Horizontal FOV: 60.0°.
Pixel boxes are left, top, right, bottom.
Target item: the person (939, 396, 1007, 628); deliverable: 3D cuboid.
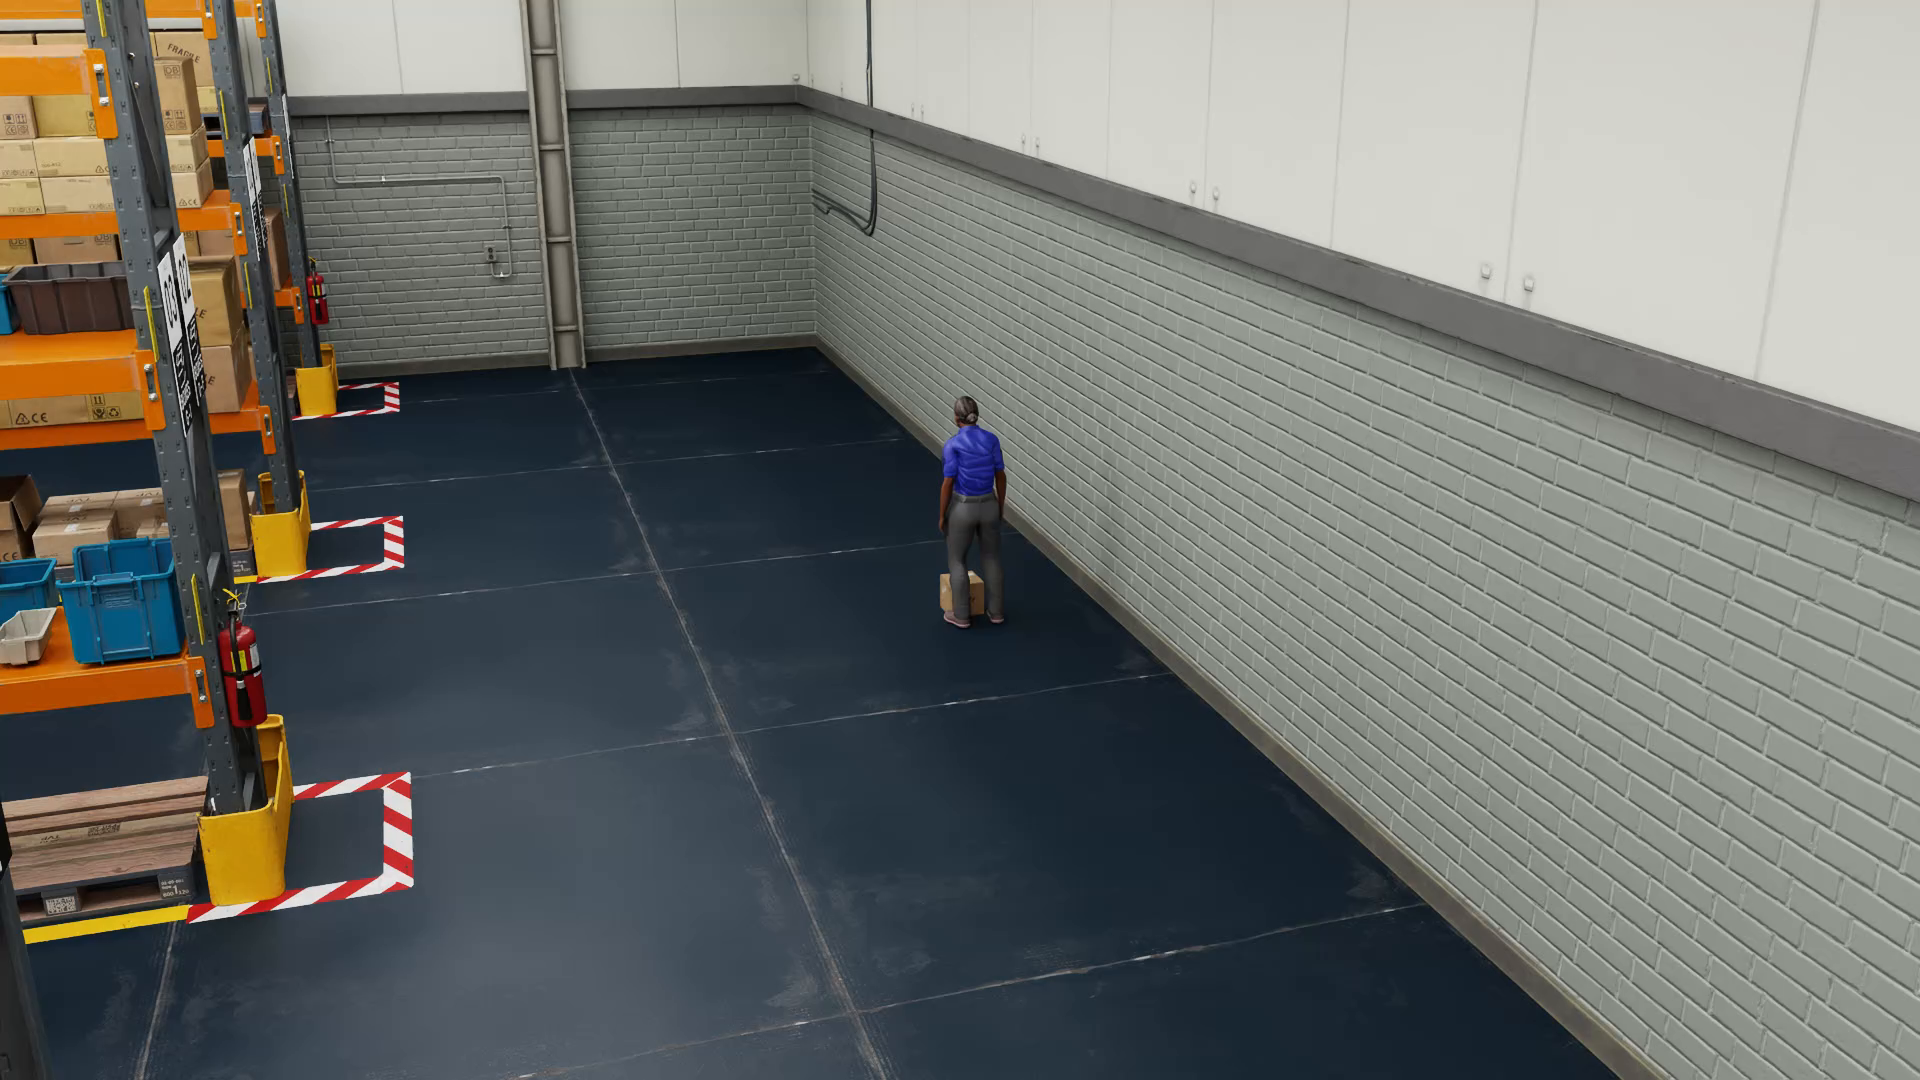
[{"bbox_3d":[0.096,-0.187,11.630,0.525,1.639,0.350,-7,21,-20],"label":"person"}]
